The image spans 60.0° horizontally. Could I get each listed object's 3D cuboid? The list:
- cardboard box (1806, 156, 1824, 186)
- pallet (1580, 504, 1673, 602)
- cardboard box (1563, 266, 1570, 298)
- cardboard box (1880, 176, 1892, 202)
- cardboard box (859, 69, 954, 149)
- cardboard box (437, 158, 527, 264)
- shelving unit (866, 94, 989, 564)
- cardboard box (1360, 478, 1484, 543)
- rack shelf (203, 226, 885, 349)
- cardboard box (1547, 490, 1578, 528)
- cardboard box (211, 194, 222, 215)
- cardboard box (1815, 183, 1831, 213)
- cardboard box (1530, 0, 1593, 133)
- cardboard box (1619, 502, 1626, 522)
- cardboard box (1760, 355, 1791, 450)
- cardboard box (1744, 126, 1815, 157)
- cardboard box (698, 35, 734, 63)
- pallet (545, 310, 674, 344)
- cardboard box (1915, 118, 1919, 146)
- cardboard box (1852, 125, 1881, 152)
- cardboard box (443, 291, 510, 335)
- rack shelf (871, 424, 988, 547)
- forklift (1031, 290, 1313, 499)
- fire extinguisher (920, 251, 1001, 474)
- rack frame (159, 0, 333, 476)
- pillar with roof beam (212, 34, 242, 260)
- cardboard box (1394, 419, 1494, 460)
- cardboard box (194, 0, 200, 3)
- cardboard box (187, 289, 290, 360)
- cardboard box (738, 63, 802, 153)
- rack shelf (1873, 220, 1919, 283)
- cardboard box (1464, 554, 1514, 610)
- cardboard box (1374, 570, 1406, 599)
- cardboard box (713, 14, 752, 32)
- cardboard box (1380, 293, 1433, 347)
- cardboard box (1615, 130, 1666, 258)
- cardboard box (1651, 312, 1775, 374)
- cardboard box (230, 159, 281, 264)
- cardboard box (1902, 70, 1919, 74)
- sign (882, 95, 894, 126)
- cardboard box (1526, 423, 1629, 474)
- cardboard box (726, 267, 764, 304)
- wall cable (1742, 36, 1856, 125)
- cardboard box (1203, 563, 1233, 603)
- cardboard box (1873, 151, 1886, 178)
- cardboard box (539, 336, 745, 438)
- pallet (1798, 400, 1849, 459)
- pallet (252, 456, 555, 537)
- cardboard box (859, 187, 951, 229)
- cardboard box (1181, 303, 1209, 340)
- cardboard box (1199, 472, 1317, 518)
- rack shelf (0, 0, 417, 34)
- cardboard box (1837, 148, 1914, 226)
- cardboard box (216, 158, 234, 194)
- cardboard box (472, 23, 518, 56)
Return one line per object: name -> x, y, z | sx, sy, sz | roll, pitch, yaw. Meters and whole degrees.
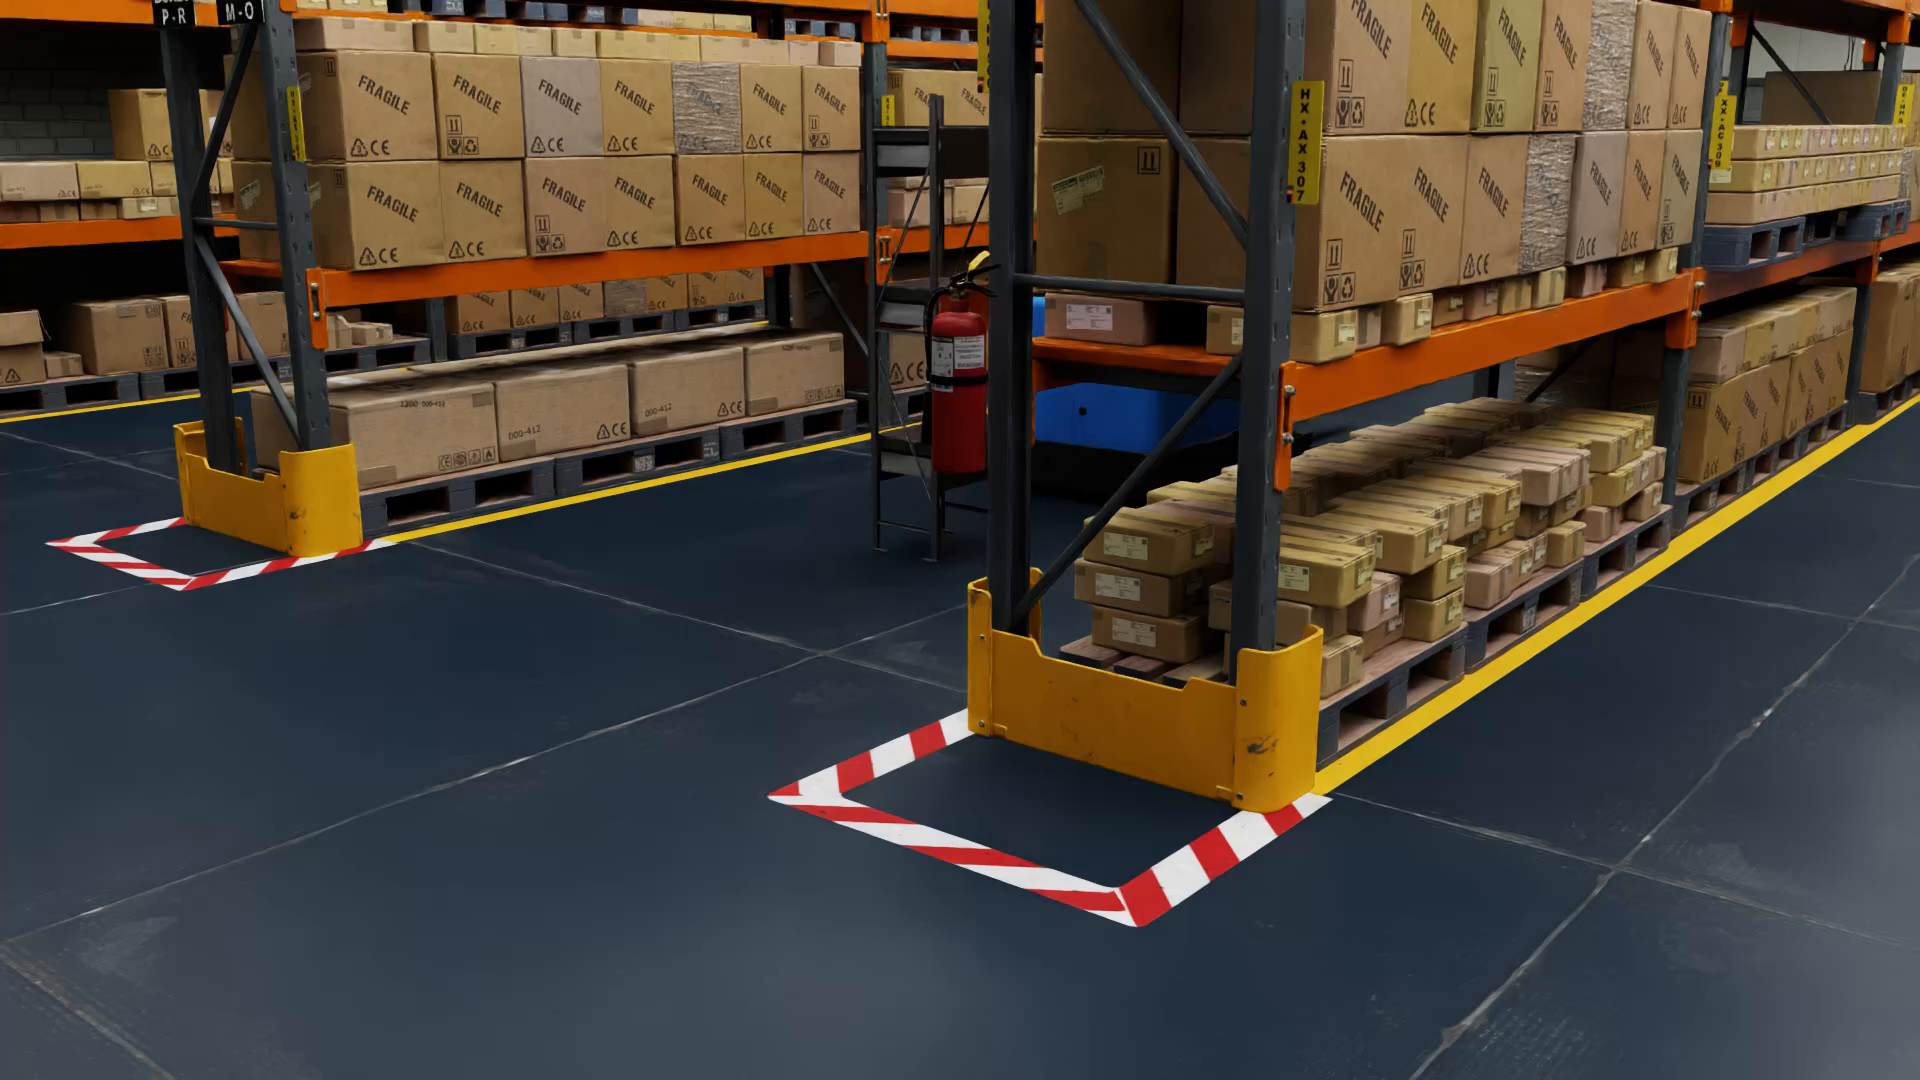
cardboard box -> 4.287, -1.942, 8.729 | 0.380, 0.149, 0.250 | 12, 19, 40
pallet -> 2.633, -0.025, 7.793 | 1.003, 0.211, 1.213 | 11, 18, 38
cardboard box -> 2.209, -1.047, 6.663 | 0.380, 0.149, 0.250 | 11, 18, 37
cardboard box -> 5.432, -2.146, 10.134 | 0.380, 0.149, 0.250 | 11, 18, 37
cardboard box -> -0.385, -2.830, 10.938 | 0.500, 0.500, 0.500 | 12, 18, 38
cardboard box -> -2.578, -1.688, 8.474 | 0.500, 0.500, 0.500 | 11, 18, 37
shelving unit -> -0.104, -0.986, 7.740 | 0.431, 2.100, 0.503 | 11, 18, 38
cardboard box -> 1.718, -0.114, 6.210 | 0.380, 0.149, 0.250 | 12, 19, 40
rack shelf -> -2.143, -1.526, 9.497 | 1.077, 0.370, 4.000 | 11, 18, 38
cardboard box -> 2.383, -0.175, 7.051 | 0.380, 0.149, 0.250 | 12, 18, 39
cardboard box -> -5.736, -2.510, 12.422 | 0.380, 0.149, 0.250 | 11, 18, 37
cardboard box -> 4.450, -1.848, 8.961 | 0.380, 0.149, 0.250 | 11, 18, 37
cardboard box -> 1.977, -1.759, 6.116 | 0.500, 0.500, 0.500 | 11, 18, 36
cardboard box -> 2.818, -0.168, 7.629 | 0.380, 0.149, 0.250 | 12, 18, 39
cardboard box -> 4.349, -0.807, 9.432 | 0.500, 0.500, 0.500 | 12, 18, 38
cardboard box -> 4.126, -2.036, 8.492 | 0.380, 0.149, 0.250 | 11, 18, 37
cardboard box -> -1.521, -2.812, 9.548 | 0.380, 0.149, 0.250 | 11, 18, 37
pallet -> -3.500, -2.069, 15.841 | 1.003, 0.211, 1.213 | 11, 18, 38
cardboard box -> 6.791, -3.188, 12.345 | 0.700, 0.500, 0.500 | 11, 18, 37
cardboard box -> 5.101, -2.332, 9.661 | 0.380, 0.149, 0.250 | 12, 19, 39
cardboard box -> -4.270, -2.075, 14.421 | 0.500, 0.500, 0.500 | 12, 19, 40
rack shelf -> -0.104, -0.294, 7.915 | 0.431, 0.518, 0.480 | 11, 18, 38
forklift -> 1.477, -1.929, 9.765 | 1.130, 2.935, 3.031 | 10, 17, 34
fire extinguisher -> -0.003, -0.550, 5.109 | 0.296, 0.674, 0.183 | 11, 18, 38
rack frame -> -3.400, -1.491, 7.901 | 1.000, 3.000, 0.127 | 11, 18, 38
pillar with roof beam -> -2.539, -5.272, 10.601 | 9.100, 9.000, 0.400 | 11, 18, 38
cardboard box -> 2.164, -0.434, 7.467 | 0.380, 0.149, 0.250 | 11, 18, 36
cardboard box -> -5.690, -3.943, 11.970 | 0.380, 0.149, 0.250 | 12, 18, 39
cardboard box -> -5.585, -1.710, 12.985 | 0.700, 0.500, 0.500 | 10, 18, 35
cardboard box -> -1.293, -2.561, 9.880 | 0.500, 0.500, 0.500 | 11, 18, 37
rack shelf -> 6.799, -2.311, 12.589 | 1.077, 0.370, 4.000 | 11, 18, 38
cardboard box -> 1.900, 0.141, 6.411 | 0.380, 0.149, 0.250 | 10, 17, 35
cardboard box -> 1.344, 0.124, 5.874 | 0.380, 0.149, 0.250 | 12, 18, 38
cardboard box -> -2.368, -5.036, 16.067 | 0.500, 0.250, 0.500 | 11, 18, 36
cardboard box -> 1.311, -0.733, 5.425 | 0.380, 0.149, 0.250 | 11, 18, 36
cardboard box -> 2.617, -1.468, 7.001 | 0.500, 0.500, 0.500 | 11, 18, 36
cardboard box -> 4.031, -1.069, 8.940 | 0.500, 0.250, 0.500 | 12, 18, 39
cardboard box -> -3.302, -1.673, 8.414 | 0.500, 0.500, 0.500 | 11, 18, 38
cardboard box -> 8.315, -3.704, 14.114 | 0.875, 0.550, 0.550 | 11, 18, 38
sign -> -0.453, -2.630, 10.463 | 0.100, 0.325, 0.005 | 11, 18, 38
cardboard box -> 2.726, -0.409, 7.368 | 0.380, 0.149, 0.250 | 11, 18, 37
cardboard box -> -2.333, -2.669, 16.759 | 0.500, 0.500, 0.500 | 12, 19, 39
wall cable -> 23.390, -12.836, 46.683 | 3.097, 2.526, 0.112 | 11, 18, 38
cardboard box -> 0.830, 0.102, 5.961 | 0.380, 0.149, 0.250 | 11, 18, 36
cardboard box -> 5.256, -2.235, 9.883 | 0.380, 0.149, 0.250 | 12, 18, 39
cardboard box -> -1.926, -0.944, 10.097 | 0.875, 0.438, 0.875 | 11, 18, 36
pallet -> 5.050, -0.776, 10.748 | 1.003, 0.211, 1.213 | 11, 18, 38
pallet -> -2.958, -0.305, 8.895 | 1.003, 0.211, 1.213 | 11, 18, 38
cardboard box -> -0.404, -2.228, 11.106 | 0.500, 0.250, 0.500 | 11, 18, 36
cardboard box -> 0.685, -0.771, 5.575 | 0.380, 0.149, 0.250 | 11, 18, 37
cardboard box -> 1.128, -0.144, 6.325 | 0.380, 0.149, 0.250 | 10, 18, 35
rack shelf -> -6.006, -3.747, 12.149 | 1.077, 0.370, 4.000 | 11, 18, 38
cardboard box -> 6.034, -2.369, 11.155 | 0.500, 0.500, 0.500 | 12, 18, 38
cardboard box -> -5.506, -2.769, 12.632 | 0.500, 0.250, 0.500 | 11, 18, 37
cardboard box -> -2.448, -2.510, 8.361 | 0.380, 0.149, 0.250 | 11, 18, 36
